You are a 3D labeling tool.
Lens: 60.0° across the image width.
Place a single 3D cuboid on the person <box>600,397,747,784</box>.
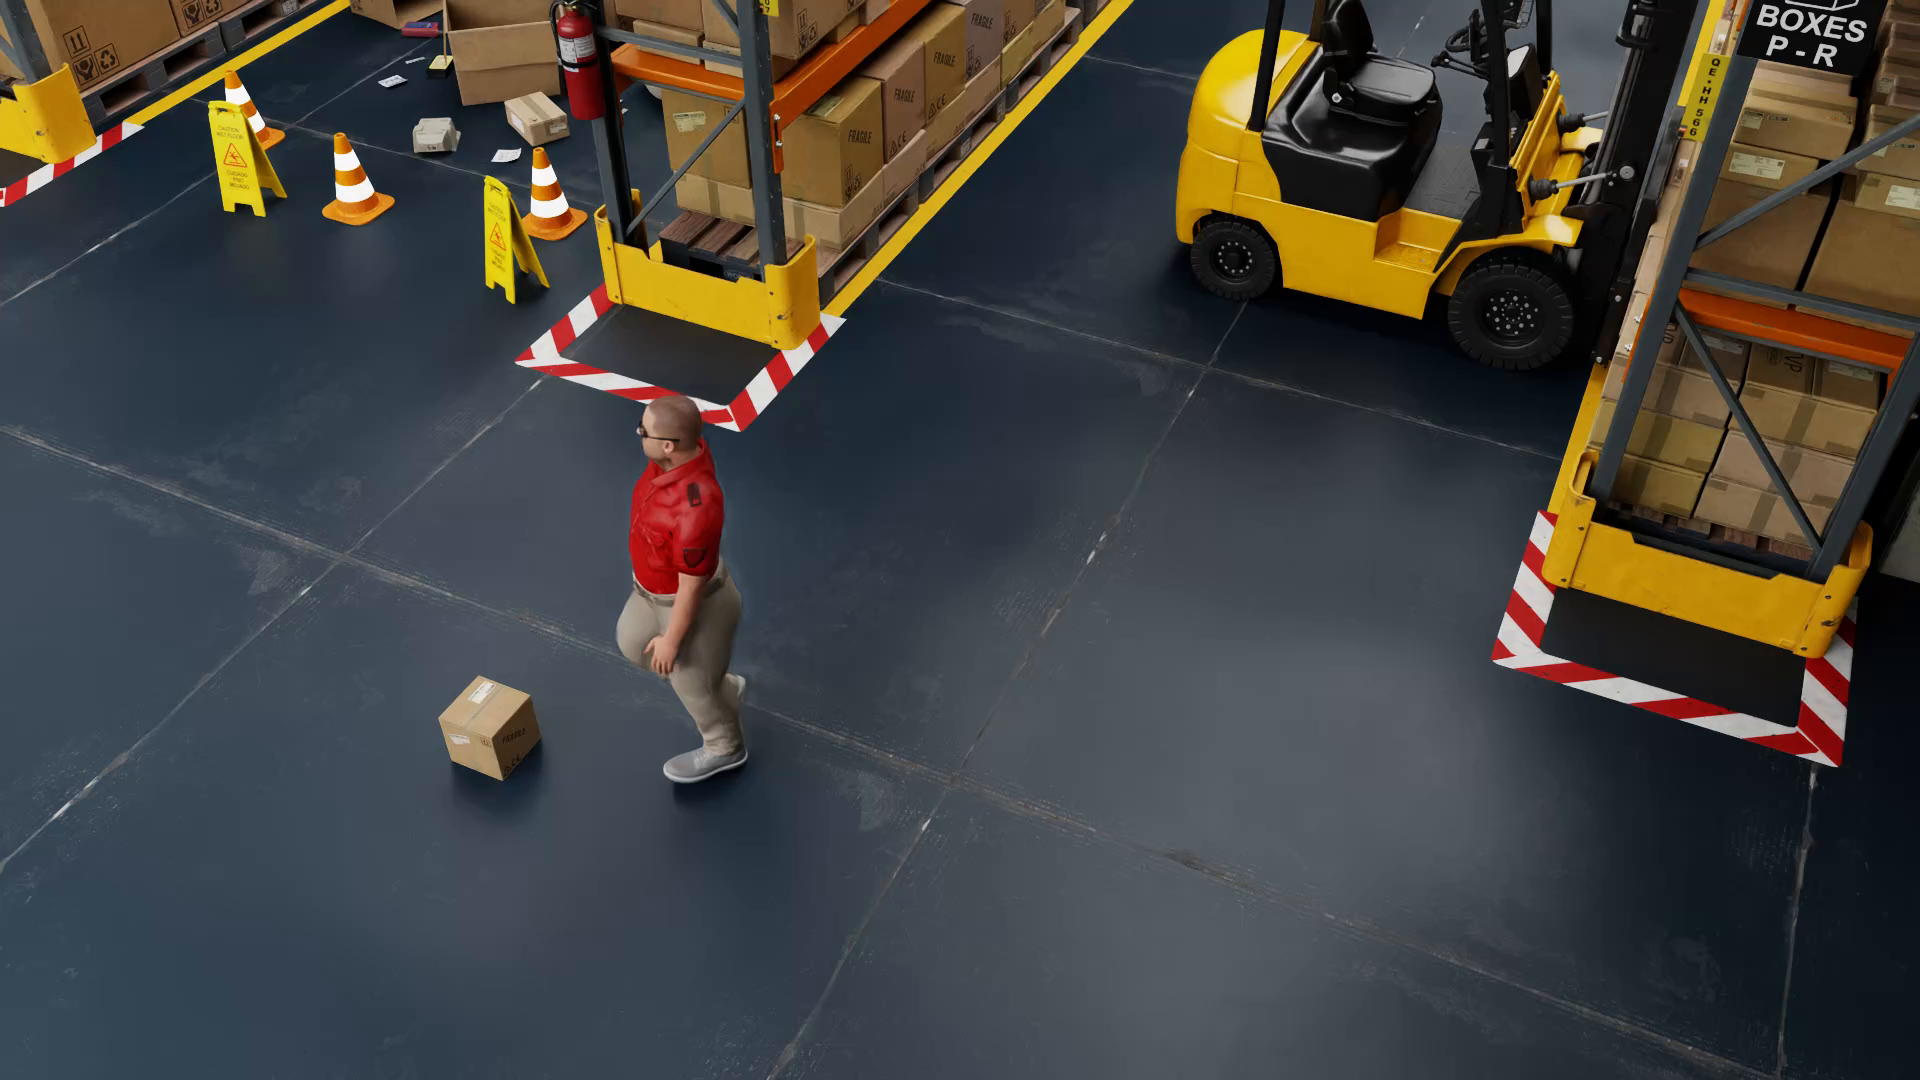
[{"bbox_3d":[-1.055,0.274,5.944,0.455,1.694,0.545,-14,44,-15],"label":"person"}]
